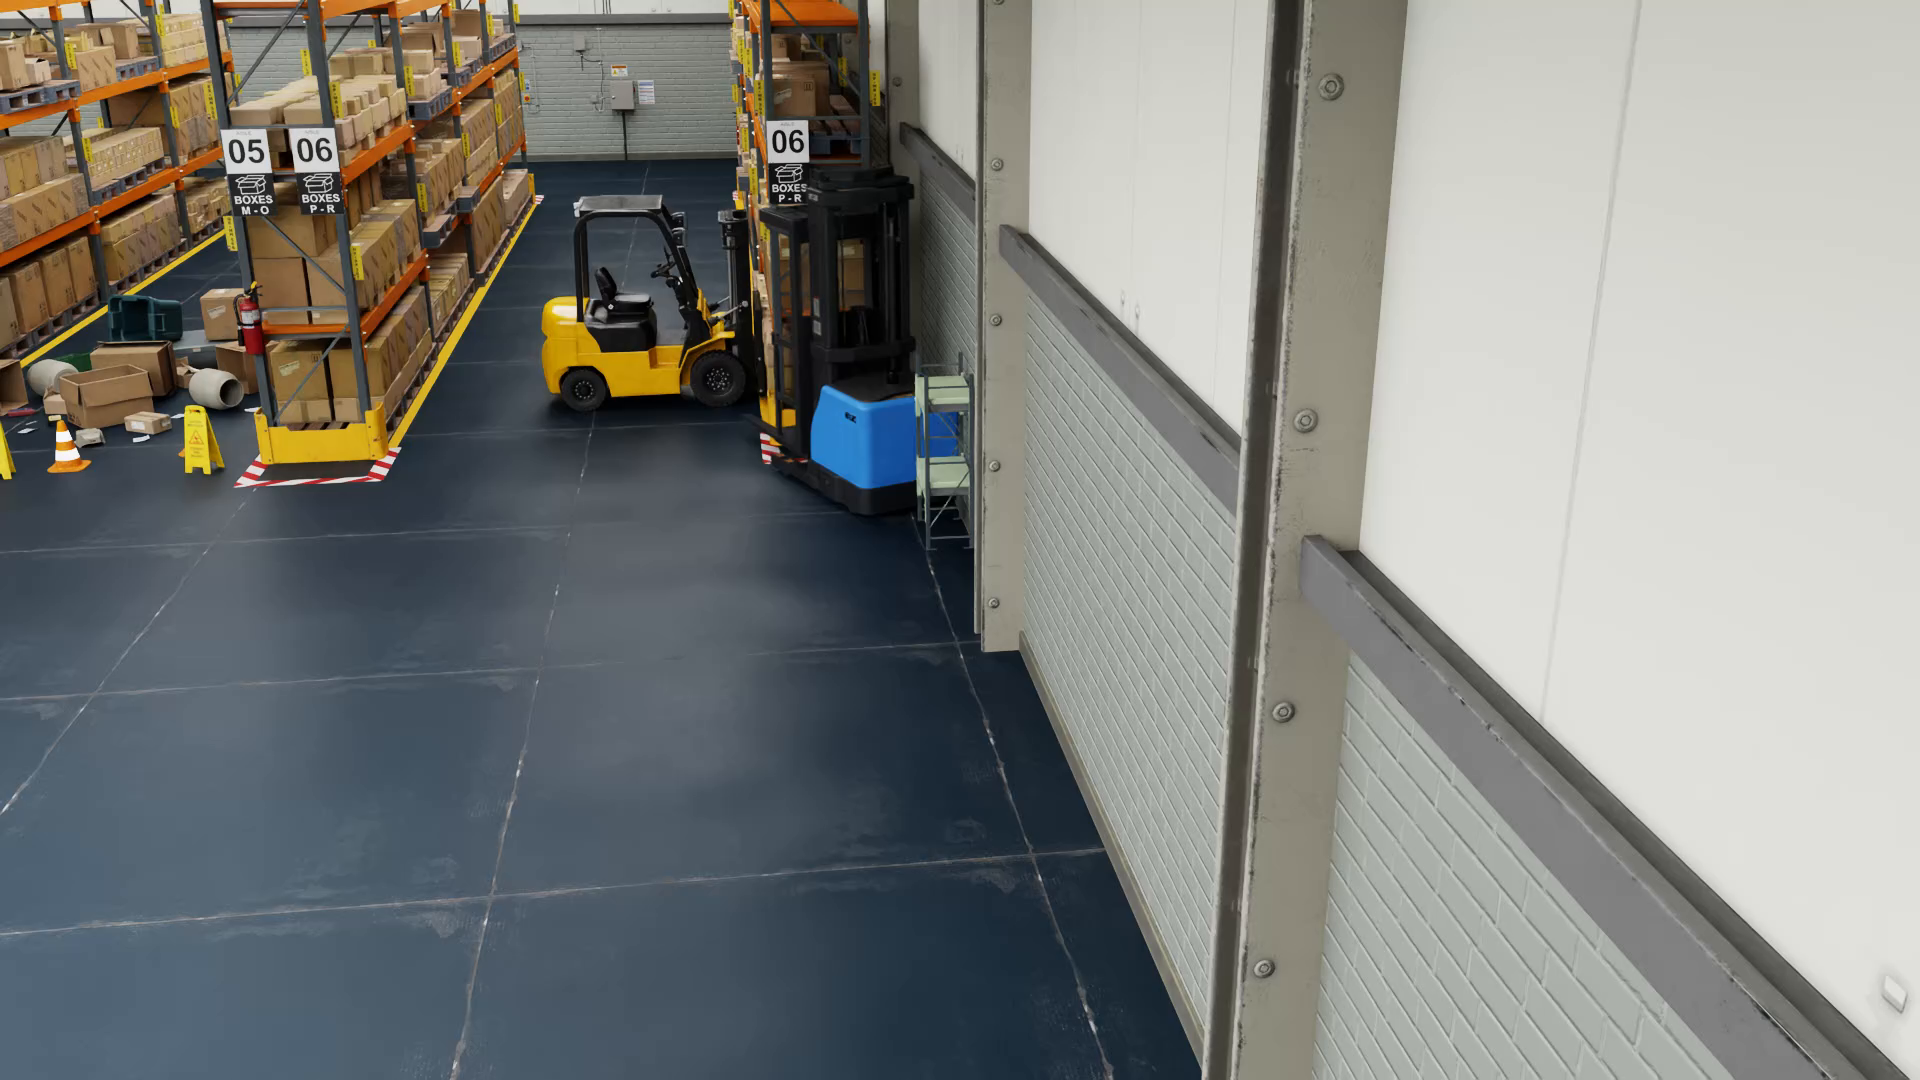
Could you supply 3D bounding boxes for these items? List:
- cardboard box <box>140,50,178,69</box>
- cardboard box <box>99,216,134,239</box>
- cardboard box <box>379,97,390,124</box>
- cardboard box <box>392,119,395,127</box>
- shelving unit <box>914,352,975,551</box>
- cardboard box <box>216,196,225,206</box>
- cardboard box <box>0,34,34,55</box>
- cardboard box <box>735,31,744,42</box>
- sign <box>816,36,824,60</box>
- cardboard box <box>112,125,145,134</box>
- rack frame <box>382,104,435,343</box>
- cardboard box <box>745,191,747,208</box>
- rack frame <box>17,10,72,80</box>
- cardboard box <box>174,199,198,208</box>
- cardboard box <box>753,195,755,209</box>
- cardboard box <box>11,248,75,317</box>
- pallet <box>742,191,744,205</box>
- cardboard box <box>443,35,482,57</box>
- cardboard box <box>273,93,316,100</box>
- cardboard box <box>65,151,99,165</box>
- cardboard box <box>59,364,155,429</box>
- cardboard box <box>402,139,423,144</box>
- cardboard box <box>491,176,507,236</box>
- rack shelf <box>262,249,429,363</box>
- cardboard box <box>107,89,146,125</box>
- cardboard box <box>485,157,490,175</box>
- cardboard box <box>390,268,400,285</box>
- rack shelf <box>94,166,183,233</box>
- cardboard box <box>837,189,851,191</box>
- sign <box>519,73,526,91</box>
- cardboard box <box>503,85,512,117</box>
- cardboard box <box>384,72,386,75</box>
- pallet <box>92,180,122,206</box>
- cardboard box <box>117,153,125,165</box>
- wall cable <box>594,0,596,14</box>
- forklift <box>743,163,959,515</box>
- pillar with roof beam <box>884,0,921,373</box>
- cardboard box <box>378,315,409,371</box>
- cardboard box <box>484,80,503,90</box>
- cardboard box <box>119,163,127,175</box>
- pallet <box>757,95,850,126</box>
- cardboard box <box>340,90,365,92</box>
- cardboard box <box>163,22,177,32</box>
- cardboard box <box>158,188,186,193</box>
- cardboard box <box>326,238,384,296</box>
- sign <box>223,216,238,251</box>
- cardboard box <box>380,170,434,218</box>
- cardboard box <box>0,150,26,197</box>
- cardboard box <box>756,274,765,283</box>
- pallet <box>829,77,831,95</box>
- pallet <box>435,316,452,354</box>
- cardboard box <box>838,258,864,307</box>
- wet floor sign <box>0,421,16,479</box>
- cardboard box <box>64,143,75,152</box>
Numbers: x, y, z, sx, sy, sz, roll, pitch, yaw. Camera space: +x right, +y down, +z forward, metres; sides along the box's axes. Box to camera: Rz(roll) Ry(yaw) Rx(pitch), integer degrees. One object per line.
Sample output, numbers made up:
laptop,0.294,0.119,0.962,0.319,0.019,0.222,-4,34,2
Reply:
cardboard box,-12.700,-7.584,26.235,0.500,0.250,0.500,-2,21,-5
cardboard box,-12.251,-4.494,23.935,0.500,0.250,0.500,-3,21,-8
cardboard box,-6.395,-4.573,17.748,0.500,0.250,0.500,-3,21,-9
cardboard box,-6.561,-4.692,18.637,0.380,0.149,0.250,-3,21,-7
shelving unit,-0.130,-0.754,13.990,0.431,1.500,0.755,-3,21,-6
cardboard box,-12.930,-5.844,28.699,0.380,0.149,0.250,-2,21,-5
cardboard box,-12.633,-6.628,22.224,0.396,0.266,0.258,-3,21,-8
cardboard box,-3.324,-7.890,26.031,0.380,0.149,0.250,-3,21,-9
sign,-1.973,-6.936,23.435,0.100,0.325,0.005,-3,21,-8
cardboard box,-13.244,-6.414,26.609,0.500,0.500,0.500,-3,21,-8
rack frame,-6.858,-3.590,19.615,1.000,3.000,0.127,-3,21,-8
cardboard box,-3.447,-6.148,29.437,0.700,0.500,0.500,-4,21,-10
rack frame,-12.318,-7.501,21.511,1.000,3.000,0.127,-3,21,-8
cardboard box,-12.806,-5.528,27.429,0.380,0.149,0.250,-3,21,-9
cardboard box,-2.552,-4.638,22.635,0.500,0.250,0.500,-4,21,-10
cardboard box,-12.190,-3.315,21.494,1.050,0.750,0.750,-3,21,-7
pallet,-3.549,-6.388,31.091,1.003,0.211,1.213,-3,21,-8
cardboard box,-7.676,-7.625,25.660,0.500,0.311,0.500,-3,21,-8
cardboard box,-6.702,-4.414,16.754,0.380,0.149,0.250,-4,21,-9
cardboard box,-12.234,-5.311,23.130,0.380,0.149,0.250,-3,21,-9
cardboard box,-9.040,-1.516,17.630,0.637,0.503,0.797,17,27,39
cardboard box,-7.598,-5.190,22.731,0.500,0.500,0.500,-4,21,-9
cardboard box,-7.842,-5.350,26.765,0.875,0.875,0.875,-2,21,-6
rack shelf,-6.569,-2.560,17.887,1.077,0.370,4.000,-3,21,-8
cardboard box,-13.230,-6.879,26.424,0.500,0.500,0.500,-4,21,-10
cardboard box,-7.571,-5.795,25.733,0.500,0.250,0.500,-3,21,-9
cardboard box,-6.280,-2.847,17.986,0.380,0.149,0.250,-3,21,-7
rack shelf,-12.606,-5.046,24.541,1.077,0.370,4.000,-3,21,-8
cardboard box,-1.457,-3.973,19.145,0.380,0.149,0.250,-3,21,-9
sign,-8.049,-8.421,30.555,0.100,0.325,0.005,-3,21,-8
cardboard box,-8.039,-7.580,28.726,0.500,0.500,0.500,-3,21,-8
cardboard box,-7.153,-5.492,20.034,0.500,0.250,0.500,-3,21,-7
pallet,-12.526,-4.842,23.241,1.213,0.211,1.003,-3,21,-8
cardboard box,-12.376,-5.532,24.148,0.380,0.149,0.250,-3,21,-8
wall cable,-8.942,-12.547,35.023,2.355,3.000,0.029,-3,21,-8
forklift,-1.174,-2.059,15.615,1.130,2.935,3.031,-12,24,-29
pillar with roof beam,-4.838,-5.336,15.717,9.100,9.000,0.400,-3,21,-8
cardboard box,-6.272,-2.121,17.940,0.500,0.500,0.500,-3,21,-7
cardboard box,-7.916,-7.658,28.008,0.380,0.149,0.250,-4,21,-9
cardboard box,-12.376,-5.393,24.202,0.380,0.149,0.250,-3,21,-7
pallet,-1.798,-4.911,18.992,1.003,0.211,1.213,-3,21,-8
cardboard box,-6.319,-4.528,17.058,0.380,0.149,0.250,-2,21,-7
cardboard box,-12.788,-8.216,26.644,0.380,0.149,0.250,-4,21,-9
cardboard box,-13.523,-5.947,28.549,0.380,0.149,0.250,-3,21,-7
cardboard box,-6.153,-2.748,16.794,0.500,0.500,0.500,-2,21,-6
sign,-6.833,-2.874,15.593,0.100,0.325,0.005,-3,21,-8
cardboard box,-6.641,-4.150,19.945,0.500,0.500,0.500,-2,21,-6
cardboard box,-12.039,-4.520,20.533,0.700,0.500,0.500,-3,21,-8
cardboard box,-2.187,-3.035,20.030,0.500,0.250,0.500,-3,21,-9
pallet,-2.173,-5.926,21.852,1.003,0.211,1.213,-2,21,-5
pallet,-6.971,-2.553,20.824,1.003,0.211,1.213,-3,21,-8
cardboard box,-1.166,-2.689,17.060,0.500,0.500,0.500,-2,21,-6
wet floor sign,-9.201,-0.907,15.797,0.267,0.644,0.232,-7,21,-17
cardboard box,-13.027,-5.642,24.019,0.380,0.149,0.250,-2,21,-5
